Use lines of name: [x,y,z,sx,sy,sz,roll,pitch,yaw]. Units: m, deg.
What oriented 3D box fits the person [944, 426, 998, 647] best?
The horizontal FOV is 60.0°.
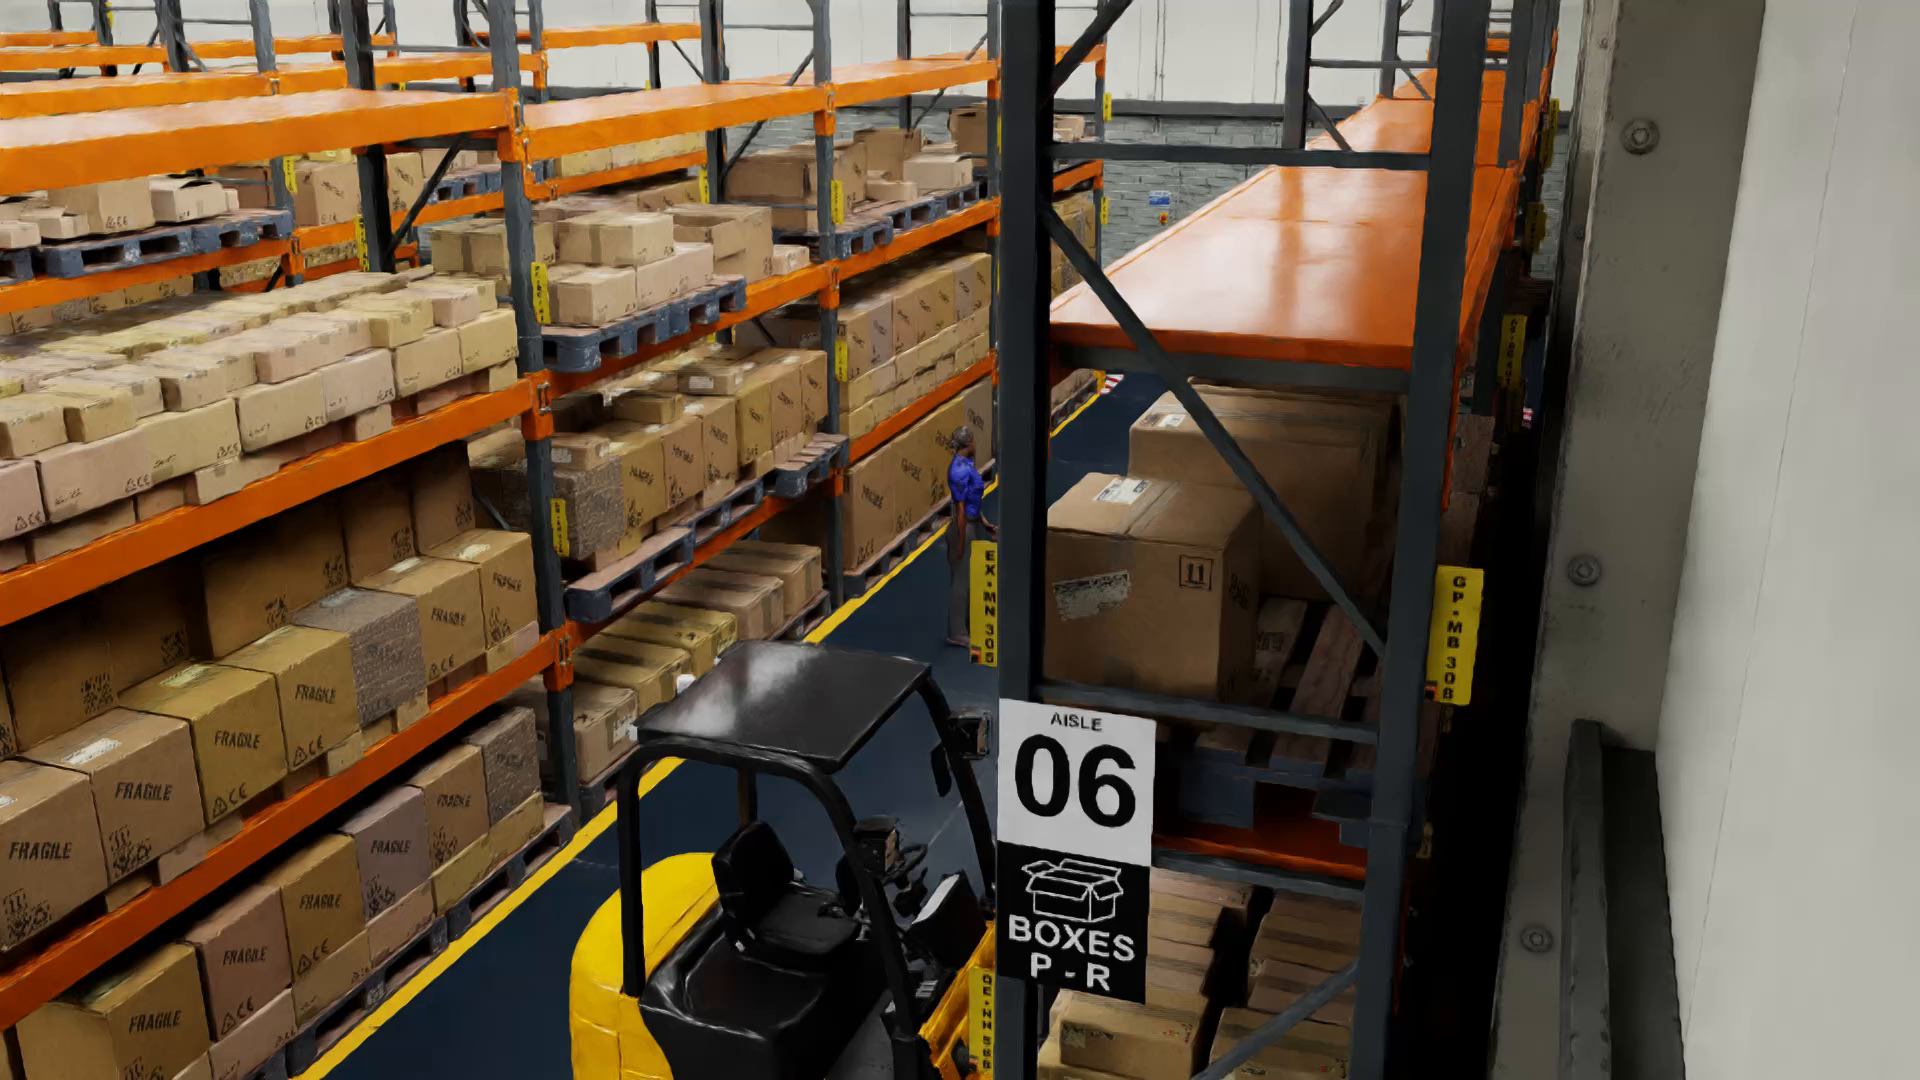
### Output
person: [0.083,-0.037,12.716,0.398,1.648,0.557,2,19,7]
